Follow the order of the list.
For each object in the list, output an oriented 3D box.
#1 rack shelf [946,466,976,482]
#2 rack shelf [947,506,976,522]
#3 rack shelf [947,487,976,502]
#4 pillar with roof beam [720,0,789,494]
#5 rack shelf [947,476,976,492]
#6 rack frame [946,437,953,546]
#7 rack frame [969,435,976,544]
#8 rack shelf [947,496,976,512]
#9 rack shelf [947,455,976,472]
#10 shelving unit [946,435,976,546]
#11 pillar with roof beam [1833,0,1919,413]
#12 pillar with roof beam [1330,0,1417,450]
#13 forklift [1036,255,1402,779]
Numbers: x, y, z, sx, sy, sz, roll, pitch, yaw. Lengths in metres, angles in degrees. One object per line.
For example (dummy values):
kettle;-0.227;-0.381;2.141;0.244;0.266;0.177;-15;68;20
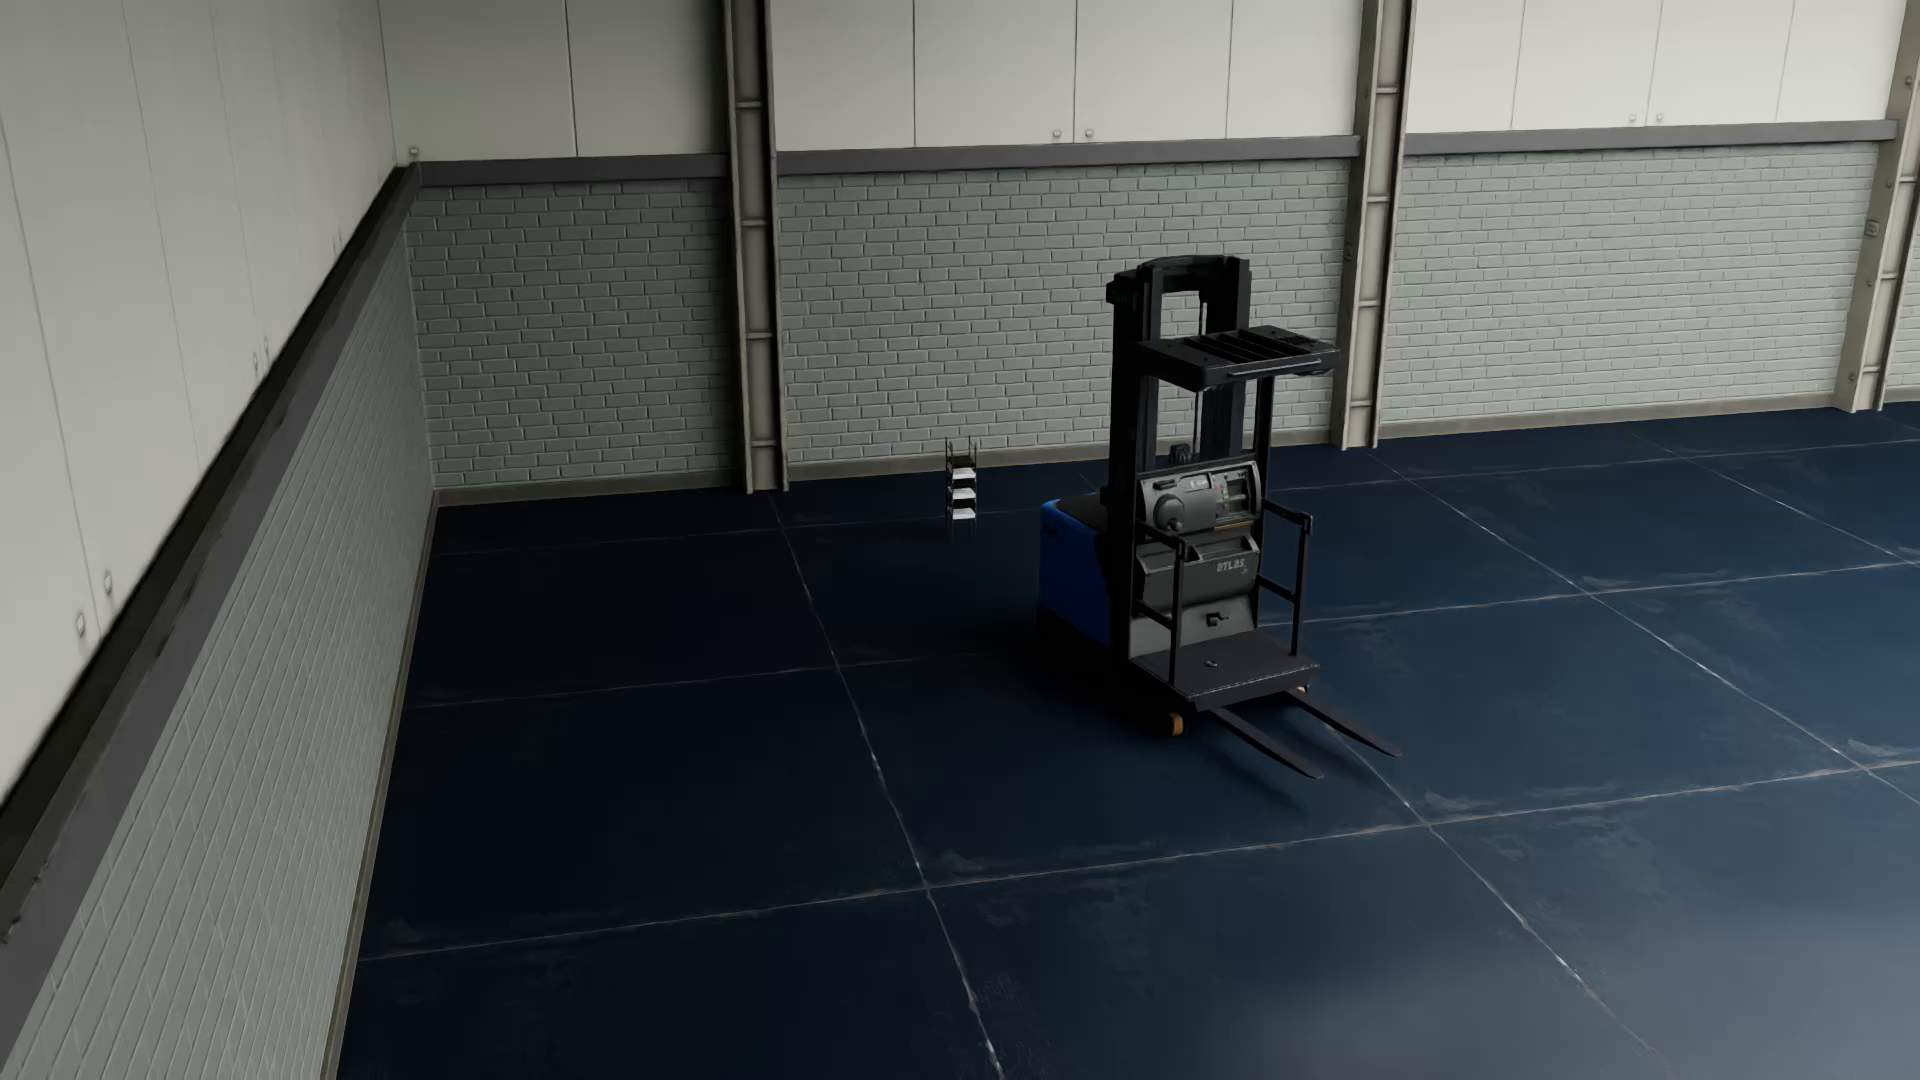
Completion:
rack shelf;0.008;-0.561;14.111;0.200;0.077;0.258;-5;21;-12
rack shelf;0.008;-0.223;14.235;0.200;0.077;0.258;-5;21;-12
rack shelf;0.008;-0.392;14.173;0.200;0.077;0.258;-5;21;-12
pillar with roof beam;-0.841;-3.281;10.190;0.400;9.000;9.100;-5;21;-12
rack shelf;0.008;-0.476;14.142;0.200;0.077;0.258;-5;21;-12
rack frame;-0.091;-0.415;14.140;0.006;0.900;0.240;-5;21;-12
rack frame;0.107;-0.431;14.184;0.006;0.900;0.240;-5;21;-12
rack shelf;0.008;-0.307;14.204;0.200;0.077;0.258;-5;21;-12
rack shelf;0.008;-0.645;14.080;0.200;0.077;0.258;-5;21;-12
shelving unit;0.008;-0.423;14.162;0.210;0.900;0.258;-5;21;-12
pillar with roof beam;10.837;-4.231;12.783;0.400;9.000;9.100;-5;21;-12
pillar with roof beam;4.998;-3.756;11.486;0.400;9.000;9.100;-5;21;-12
forklift;1.692;-0.271;10.794;1.130;2.935;3.031;-10;22;-26
